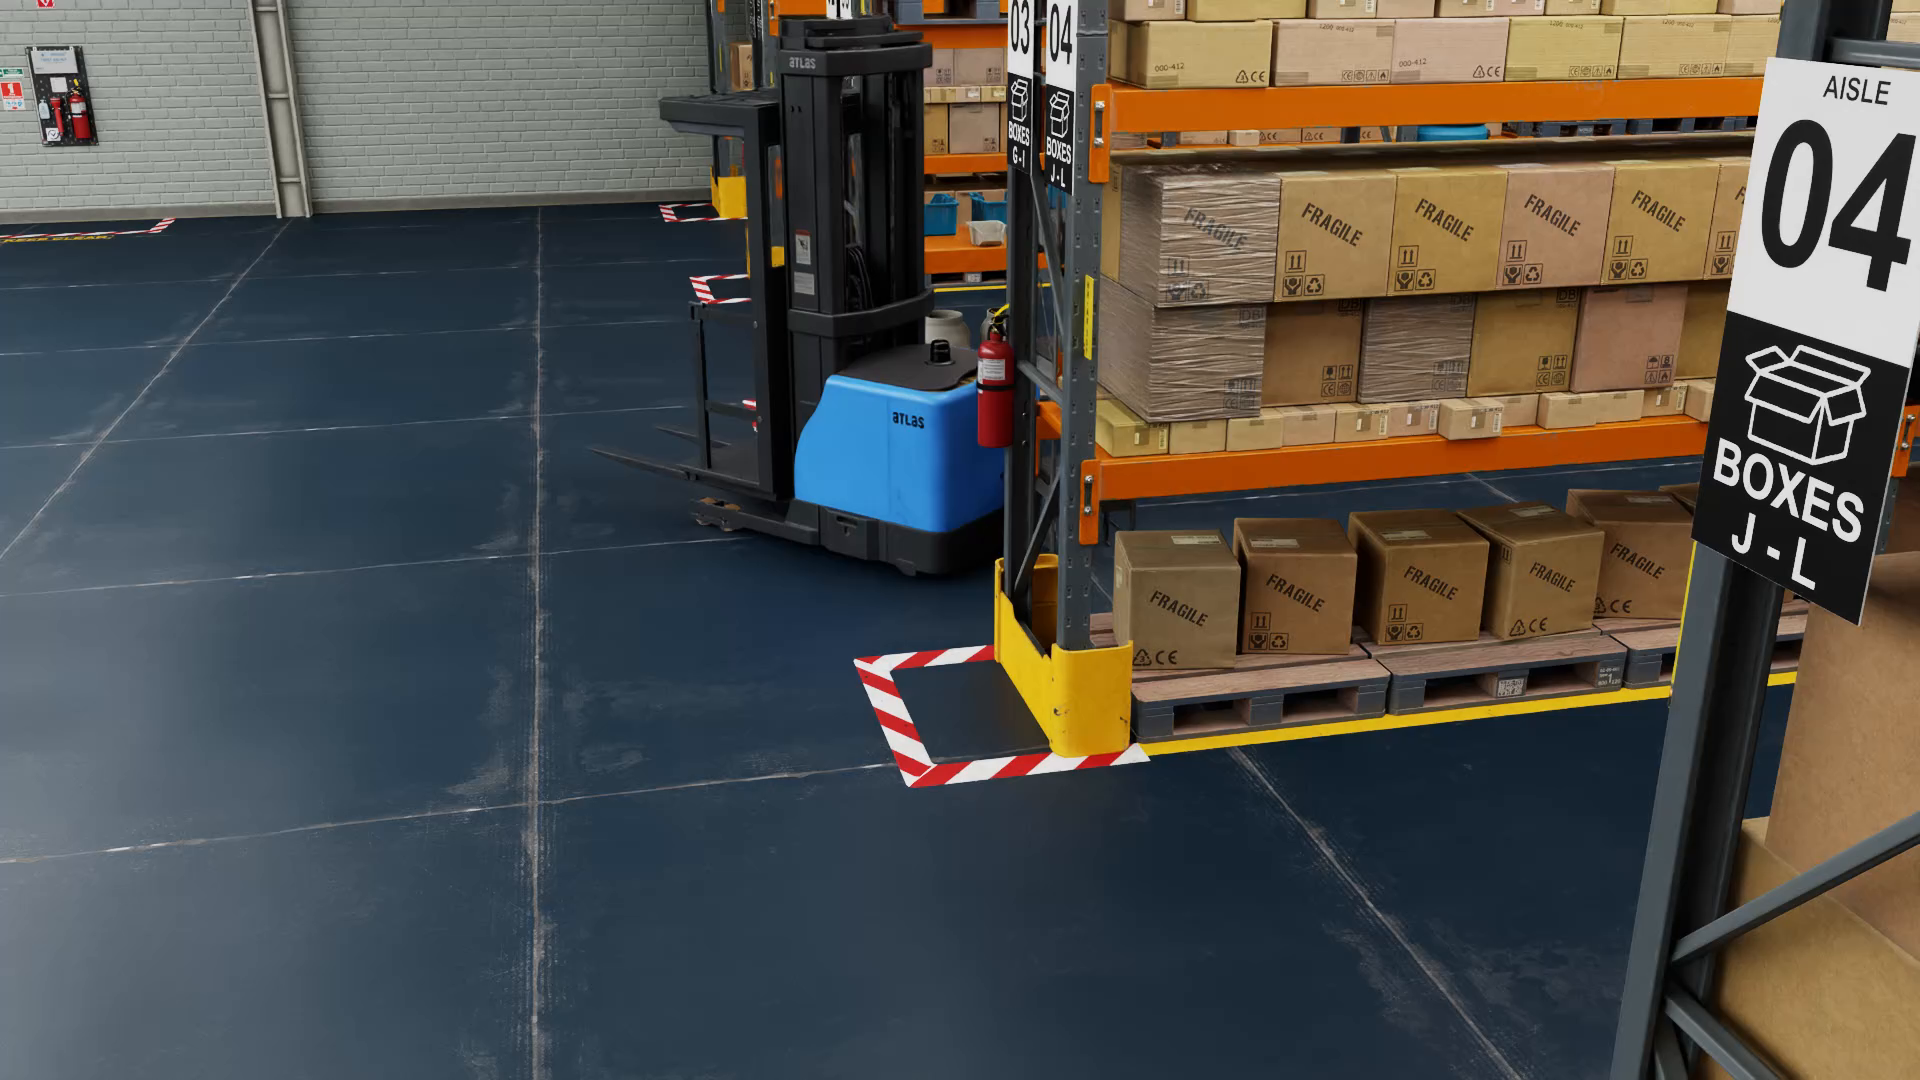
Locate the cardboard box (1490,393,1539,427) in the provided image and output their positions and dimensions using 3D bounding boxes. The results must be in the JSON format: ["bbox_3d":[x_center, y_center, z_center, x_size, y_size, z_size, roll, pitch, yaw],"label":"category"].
[{"bbox_3d":[2.412,-0.636,7.554,0.250,0.149,0.380,-5,21,-12],"label":"cardboard box"}]

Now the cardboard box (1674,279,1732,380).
[{"bbox_3d":[3.330,-1.121,7.935,0.500,0.500,0.875,-5,21,-12],"label":"cardboard box"}]

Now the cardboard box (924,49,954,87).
[{"bbox_3d":[-0.382,-4.753,16.398,0.500,0.500,0.700,-5,21,-12],"label":"cardboard box"}]

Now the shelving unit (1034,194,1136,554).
[{"bbox_3d":[0.685,-0.882,9.169,0.503,2.100,0.431,-7,21,-17],"label":"shelving unit"}]

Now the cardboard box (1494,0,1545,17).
[{"bbox_3d":[2.211,-2.257,6.892,0.250,0.149,0.380,-5,21,-13],"label":"cardboard box"}]

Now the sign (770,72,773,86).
[{"bbox_3d":[-1.769,-4.234,15.638,0.005,0.325,0.100,-5,21,-12],"label":"sign"}]

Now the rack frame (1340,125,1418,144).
[{"bbox_3d":[3.138,-2.635,12.646,0.127,3.000,1.000,-5,21,-12],"label":"rack frame"}]

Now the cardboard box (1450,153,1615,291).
[{"bbox_3d":[2.442,-1.388,7.210,0.500,0.500,0.500,-5,21,-12],"label":"cardboard box"}]

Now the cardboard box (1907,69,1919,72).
[{"bbox_3d":[1.673,-0.666,2.521,0.250,0.149,0.380,-5,21,-13],"label":"cardboard box"}]

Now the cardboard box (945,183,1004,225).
[{"bbox_3d":[0.142,-3.321,16.815,0.500,0.500,0.500,-5,21,-12],"label":"cardboard box"}]

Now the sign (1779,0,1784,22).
[{"bbox_3d":[1.316,-0.962,2.546,0.005,0.325,0.100,-5,21,-12],"label":"sign"}]

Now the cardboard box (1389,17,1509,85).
[{"bbox_3d":[1.896,-2.031,6.854,0.500,0.250,0.500,-5,21,-13],"label":"cardboard box"}]

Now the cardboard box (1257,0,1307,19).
[{"bbox_3d":[1.198,-2.179,6.680,0.250,0.149,0.380,-5,21,-13],"label":"cardboard box"}]

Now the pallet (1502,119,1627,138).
[{"bbox_3d":[6.537,-4.597,18.281,1.003,0.211,1.213,-5,21,-12],"label":"pallet"}]

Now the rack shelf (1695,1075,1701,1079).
[{"bbox_3d":[3.374,1.187,3.258,4.000,0.370,1.077,-5,21,-12],"label":"rack shelf"}]

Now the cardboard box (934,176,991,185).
[{"bbox_3d":[0.019,-3.500,17.305,0.500,0.500,0.500,-5,21,-12],"label":"cardboard box"}]

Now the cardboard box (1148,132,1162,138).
[{"bbox_3d":[2.504,-5.478,22.313,0.500,0.250,0.500,-5,21,-14],"label":"cardboard box"}]

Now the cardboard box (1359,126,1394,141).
[{"bbox_3d":[4.265,-4.518,17.643,0.500,0.500,0.500,-6,21,-15],"label":"cardboard box"}]

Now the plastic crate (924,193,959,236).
[{"bbox_3d":[-0.337,-2.388,12.189,0.616,0.251,0.499,-5,21,-12],"label":"plastic crate"}]

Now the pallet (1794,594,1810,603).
[{"bbox_3d":[5.035,0.270,8.770,1.213,0.211,1.003,-5,21,-12],"label":"pallet"}]

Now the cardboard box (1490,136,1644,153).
[{"bbox_3d":[2.808,-1.603,7.798,0.500,0.500,0.500,-5,21,-12],"label":"cardboard box"}]

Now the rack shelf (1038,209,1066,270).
[{"bbox_3d":[0.685,-1.526,8.933,0.480,0.518,0.431,-7,21,-17],"label":"rack shelf"}]

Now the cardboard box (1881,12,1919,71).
[{"bbox_3d":[3.894,-2.191,7.293,0.500,0.250,0.500,-4,20,-10],"label":"cardboard box"}]

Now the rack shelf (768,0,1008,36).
[{"bbox_3d":[0.055,-5.206,16.349,4.000,0.370,1.077,-5,21,-12],"label":"rack shelf"}]

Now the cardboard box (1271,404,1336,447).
[{"bbox_3d":[1.450,-0.540,7.293,0.250,0.149,0.380,-5,21,-12],"label":"cardboard box"}]

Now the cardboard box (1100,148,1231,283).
[{"bbox_3d":[0.863,-1.443,7.360,0.500,0.500,0.500,-5,21,-12],"label":"cardboard box"}]

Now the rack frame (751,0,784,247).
[{"bbox_3d":[-1.891,-3.977,16.309,0.127,3.000,1.000,-5,21,-12],"label":"rack frame"}]

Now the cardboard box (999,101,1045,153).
[{"bbox_3d":[0.570,-4.221,16.830,0.500,0.500,0.700,-4,21,-12],"label":"cardboard box"}]

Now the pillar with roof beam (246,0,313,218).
[{"bbox_3d":[-7.401,-6.880,15.515,0.400,9.000,9.100,-5,21,-12],"label":"pillar with roof beam"}]

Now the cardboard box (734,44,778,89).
[{"bbox_3d":[-2.501,-5.863,20.557,0.500,0.500,0.500,-5,21,-12],"label":"cardboard box"}]

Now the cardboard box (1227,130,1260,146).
[{"bbox_3d":[2.911,-4.177,17.221,0.250,0.149,0.380,-5,21,-12],"label":"cardboard box"}]

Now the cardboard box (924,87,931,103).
[{"bbox_3d":[-0.456,-4.369,16.293,0.250,0.149,0.380,-5,21,-14],"label":"cardboard box"}]

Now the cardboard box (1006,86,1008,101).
[{"bbox_3d":[0.550,-4.451,16.517,0.250,0.149,0.380,-4,21,-11],"label":"cardboard box"}]

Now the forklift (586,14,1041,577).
[{"bbox_3d":[-1.014,-1.556,9.800,3.031,2.935,1.130,14,24,33],"label":"forklift"}]

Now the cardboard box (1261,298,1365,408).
[{"bbox_3d":[1.385,-0.961,7.499,0.500,0.500,0.875,-5,21,-12],"label":"cardboard box"}]

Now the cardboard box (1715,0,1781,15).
[{"bbox_3d":[3.259,-2.310,7.037,0.250,0.149,0.380,-5,21,-14],"label":"cardboard box"}]

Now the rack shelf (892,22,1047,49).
[{"bbox_3d":[1.191,-3.547,11.822,4.000,0.370,1.077,-5,21,-12],"label":"rack shelf"}]

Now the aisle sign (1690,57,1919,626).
[{"bbox_3d":[1.290,-0.307,2.514,0.004,0.787,0.394,-5,21,-12],"label":"aisle sign"}]

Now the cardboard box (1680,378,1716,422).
[{"bbox_3d":[3.415,-0.670,7.648,0.250,0.149,0.380,-5,21,-12],"label":"cardboard box"}]

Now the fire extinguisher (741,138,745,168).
[{"bbox_3d":[-2.113,-4.086,16.721,0.183,0.674,0.296,-5,21,-12],"label":"fire extinguisher"}]

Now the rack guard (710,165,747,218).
[{"bbox_3d":[-2.961,-4.467,21.281,0.348,0.500,1.175,-5,21,-12],"label":"rack guard"}]

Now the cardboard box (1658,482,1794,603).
[{"bbox_3d":[3.879,0.018,8.428,0.500,0.500,0.500,-5,21,-14],"label":"cardboard box"}]

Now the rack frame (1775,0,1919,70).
[{"bbox_3d":[1.428,-1.809,1.670,0.127,3.000,1.000,-5,21,-12],"label":"rack frame"}]

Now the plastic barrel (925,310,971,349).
[{"bbox_3d":[-0.132,-1.425,12.350,0.421,0.512,0.421,0,20,0],"label":"plastic barrel"}]

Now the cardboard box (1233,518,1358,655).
[{"bbox_3d":[1.570,0.214,7.894,0.500,0.500,0.500,1,20,2],"label":"cardboard box"}]

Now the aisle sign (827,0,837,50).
[{"bbox_3d":[-0.894,-3.633,11.591,0.004,0.787,0.394,-5,21,-12],"label":"aisle sign"}]
